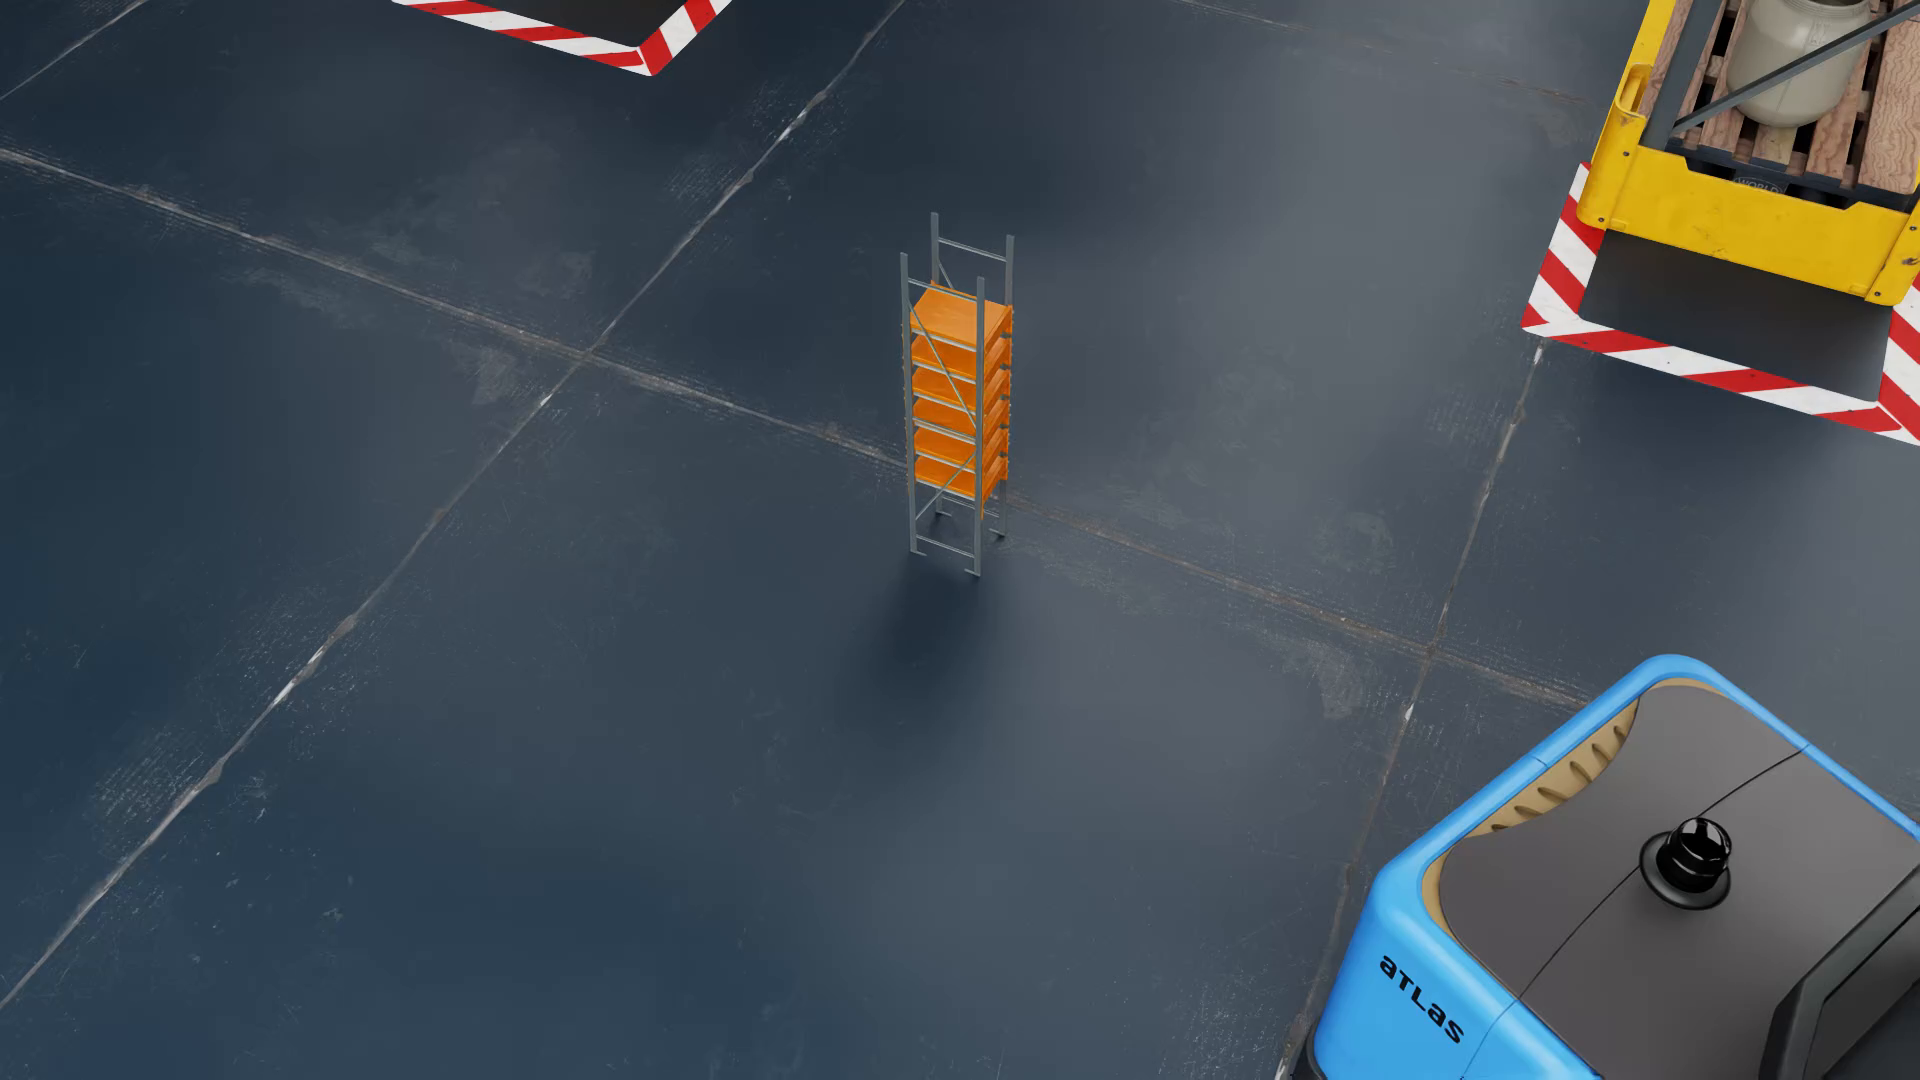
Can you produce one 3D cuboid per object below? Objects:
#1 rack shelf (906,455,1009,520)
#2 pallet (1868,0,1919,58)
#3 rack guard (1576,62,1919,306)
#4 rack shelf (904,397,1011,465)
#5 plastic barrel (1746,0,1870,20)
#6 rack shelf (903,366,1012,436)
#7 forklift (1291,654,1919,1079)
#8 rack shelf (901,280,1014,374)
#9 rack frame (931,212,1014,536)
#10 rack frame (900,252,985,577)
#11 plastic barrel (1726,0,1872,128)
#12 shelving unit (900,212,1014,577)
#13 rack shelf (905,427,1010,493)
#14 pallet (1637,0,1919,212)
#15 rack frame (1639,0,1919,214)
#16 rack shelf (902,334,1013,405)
[{"bbox_3d":[-0.006,-0.195,5.001,0.258,0.103,0.180,20,52,16],"label":"rack shelf"},{"bbox_3d":[3.787,-2.595,7.320,1.003,0.211,1.213,20,52,16],"label":"pallet"},{"bbox_3d":[2.913,-1.294,6.023,1.175,0.500,0.348,20,52,16],"label":"rack guard"},{"bbox_3d":[-0.006,-0.350,4.818,0.258,0.103,0.180,20,52,16],"label":"rack shelf"},{"bbox_3d":[3.349,-2.189,6.501,0.421,0.512,0.421,0,50,0],"label":"plastic barrel"},{"bbox_3d":[-0.006,-0.428,4.727,0.258,0.103,0.180,20,52,16],"label":"rack shelf"},{"bbox_3d":[2.098,1.085,2.402,1.130,2.935,3.031,-31,56,-23],"label":"forklift"},{"bbox_3d":[-0.006,-0.583,4.544,0.258,0.103,0.180,20,52,16],"label":"rack shelf"},{"bbox_3d":[0.033,-0.442,4.838,0.240,1.200,0.006,20,52,16],"label":"rack frame"},{"bbox_3d":[-0.045,-0.316,4.731,0.240,1.200,0.006,20,52,16],"label":"rack frame"},{"bbox_3d":[3.135,-1.844,6.208,0.421,0.512,0.421,0,50,0],"label":"plastic barrel"},{"bbox_3d":[-0.006,-0.379,4.785,0.258,1.200,0.189,20,52,16],"label":"shelving unit"},{"bbox_3d":[-0.006,-0.272,4.910,0.258,0.103,0.180,20,52,16],"label":"rack shelf"},{"bbox_3d":[3.265,-1.758,6.607,1.003,0.211,1.213,20,52,16],"label":"pallet"},{"bbox_3d":[2.923,-2.036,5.013,1.000,3.000,0.127,20,52,16],"label":"rack frame"},{"bbox_3d":[-0.006,-0.506,4.636,0.258,0.103,0.180,20,52,16],"label":"rack shelf"}]
